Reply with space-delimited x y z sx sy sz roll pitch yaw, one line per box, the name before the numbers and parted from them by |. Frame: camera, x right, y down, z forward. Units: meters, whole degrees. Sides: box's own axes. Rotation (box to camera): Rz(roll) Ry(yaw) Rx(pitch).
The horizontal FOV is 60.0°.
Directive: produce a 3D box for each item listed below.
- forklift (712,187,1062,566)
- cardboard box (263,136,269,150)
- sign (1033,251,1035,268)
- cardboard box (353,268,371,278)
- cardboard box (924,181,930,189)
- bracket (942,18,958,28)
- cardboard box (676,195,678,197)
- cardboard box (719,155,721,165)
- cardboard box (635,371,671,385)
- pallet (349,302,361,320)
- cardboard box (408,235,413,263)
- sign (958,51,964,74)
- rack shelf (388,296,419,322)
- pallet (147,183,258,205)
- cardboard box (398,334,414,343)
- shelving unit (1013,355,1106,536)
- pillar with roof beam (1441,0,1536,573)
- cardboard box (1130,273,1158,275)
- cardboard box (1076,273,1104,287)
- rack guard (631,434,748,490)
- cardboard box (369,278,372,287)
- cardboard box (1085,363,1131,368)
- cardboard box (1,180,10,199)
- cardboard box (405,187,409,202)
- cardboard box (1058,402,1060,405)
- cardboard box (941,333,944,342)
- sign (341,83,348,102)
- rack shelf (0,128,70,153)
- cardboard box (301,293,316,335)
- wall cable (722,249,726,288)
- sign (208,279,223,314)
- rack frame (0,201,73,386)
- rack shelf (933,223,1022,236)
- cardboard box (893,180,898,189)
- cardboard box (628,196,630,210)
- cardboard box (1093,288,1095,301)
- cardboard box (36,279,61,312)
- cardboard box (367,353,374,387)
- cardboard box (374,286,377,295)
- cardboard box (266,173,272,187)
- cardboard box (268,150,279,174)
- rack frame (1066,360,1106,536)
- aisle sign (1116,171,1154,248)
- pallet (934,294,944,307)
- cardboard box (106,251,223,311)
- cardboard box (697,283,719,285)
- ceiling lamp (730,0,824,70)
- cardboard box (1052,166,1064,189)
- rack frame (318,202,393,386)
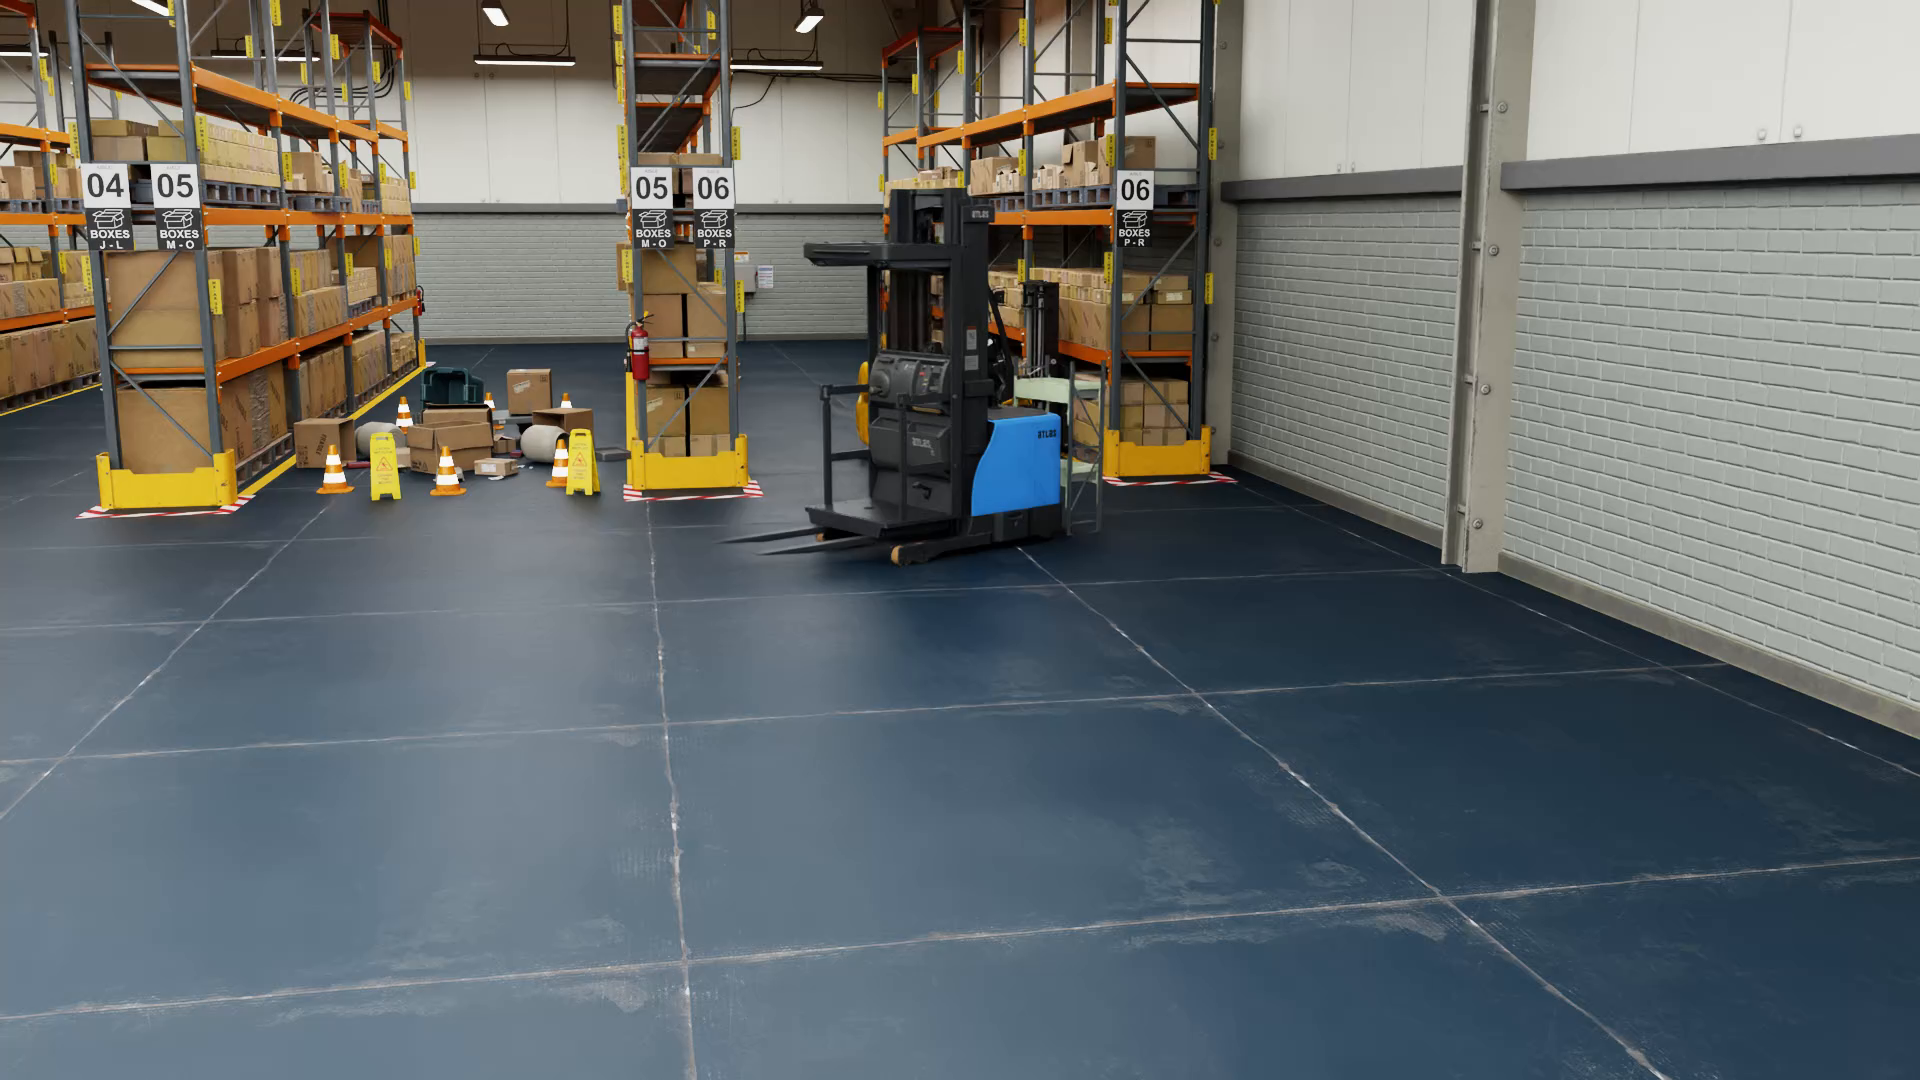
forklift | -0.572 -1.344 13.418 3.031 2.935 1.130 -9 14 -40
cardboard box | -7.897 -4.404 18.441 0.380 0.149 0.250 -2 11 -11
sign | 1.091 -4.258 25.449 0.100 0.325 0.005 -2 11 -11
cardboard box | -9.564 -4.234 26.378 0.380 0.149 0.250 -2 11 -13
cardboard box | -0.397 -5.942 27.858 0.380 0.149 0.250 -2 11 -12
bracket | -0.412 -9.814 32.062 0.076 0.066 4.783 -2 11 -11
cardboard box | -3.009 -4.042 18.992 0.500 0.250 0.500 -2 11 -12
cardboard box | -2.687 -3.928 17.329 0.380 0.149 0.250 -2 11 -11
cardboard box | -3.314 -1.765 17.937 0.380 0.149 0.250 -2 11 -9
pallet | -9.400 -3.321 24.137 1.213 0.211 1.003 -2 11 -11
cardboard box | -10.379 -5.367 30.637 0.500 0.500 0.500 -2 11 -12
sign | 0.017 -7.092 24.679 0.100 0.325 0.005 -2 11 -11
rack shelf | -10.323 -4.036 29.301 1.077 0.370 4.000 -2 11 -11
pallet | -7.996 -3.611 17.362 1.003 0.211 1.213 -2 11 -11
cardboard box | -10.193 -3.675 30.393 0.380 0.149 0.250 -2 11 -12
shelving unit | 0.855 -0.847 14.610 0.431 1.500 0.755 -7 13 -38
pillar with roof beam | -0.204 -4.052 11.417 9.100 9.000 0.400 -2 11 -11
cardboard box | 2.131 -2.927 18.757 0.380 0.149 0.250 -2 11 -11
cardboard box | 1.536 -2.956 18.908 0.380 0.149 0.250 -2 11 -10
rack guard | -2.779 -0.806 17.094 1.175 0.500 0.348 -2 11 -11
cardboard box | -9.566 -4.092 26.424 0.380 0.149 0.250 -2 11 -9
cardboard box | 1.809 -2.013 20.305 0.500 0.250 0.500 -2 11 -11
cardboard box | -14.694 -5.292 25.071 0.500 0.311 0.500 -3 11 -13
cardboard box | -10.373 -6.326 30.453 0.500 0.250 0.500 -2 11 -13
cardboard box | 1.400 -1.658 19.781 0.500 0.250 0.500 -2 11 -11
cardboard box | -0.106 -3.386 27.793 0.380 0.149 0.250 -2 11 -9
sign | -11.245 -8.181 30.402 0.100 0.325 0.005 -2 11 -11
rack shelf | -15.208 -6.624 27.928 1.077 0.370 4.000 -2 11 -11
cardboard box | -8.316 -2.803 20.633 0.500 0.500 0.500 -2 11 -11
wall cable | -5.607 -6.541 37.821 0.588 1.984 0.122 -2 11 -11
sign | -7.055 -2.305 15.756 0.100 0.325 0.005 -2 11 -11
rack frame | -14.819 -3.860 26.457 1.000 3.000 0.127 -2 11 -11
rack shelf | 0.159 -5.155 27.162 1.077 0.370 4.000 -2 11 -11
cardboard box | -0.977 -6.651 31.365 0.500 0.250 0.500 -2 11 -12
cardboard box | -3.451 -3.705 18.292 0.380 0.149 0.250 -2 11 -12
cardboard box | 1.692 -2.718 18.452 0.380 0.149 0.250 -2 11 -10
cardboard box | -14.461 -3.834 26.049 0.500 0.500 0.500 -2 11 -11
cardboard box | -9.249 -2.592 25.355 0.500 0.500 0.500 -2 11 -12
cardboard box | -9.663 -4.040 26.946 0.380 0.149 0.250 -2 11 -12
cardboard box | -7.893 -4.012 18.511 0.380 0.149 0.250 -2 11 -10
cardboard box | -8.031 -4.275 18.830 0.500 0.250 0.500 -2 11 -12
rack frame | 1.084 -0.793 14.329 0.400 1.500 0.023 -7 13 -38
aisle sign | 1.828 -3.455 17.376 0.394 0.787 0.004 -2 11 -11
pallet | 0.165 -3.931 27.339 1.003 0.211 1.213 -2 11 -11
cardboard box | -7.635 -2.495 15.994 0.875 0.550 0.550 -2 11 -11
cardboard box | -3.105 -2.782 19.729 0.500 0.500 0.500 -2 11 -9
ceiling lamp | -3.813 -11.357 34.188 2.000 3.185 0.800 -2 11 -11
cardboard box | 1.316 -4.314 19.788 0.396 0.266 0.258 -2 11 -12
rack frame | -9.934 -4.022 27.307 1.000 3.000 0.127 -2 11 -11
